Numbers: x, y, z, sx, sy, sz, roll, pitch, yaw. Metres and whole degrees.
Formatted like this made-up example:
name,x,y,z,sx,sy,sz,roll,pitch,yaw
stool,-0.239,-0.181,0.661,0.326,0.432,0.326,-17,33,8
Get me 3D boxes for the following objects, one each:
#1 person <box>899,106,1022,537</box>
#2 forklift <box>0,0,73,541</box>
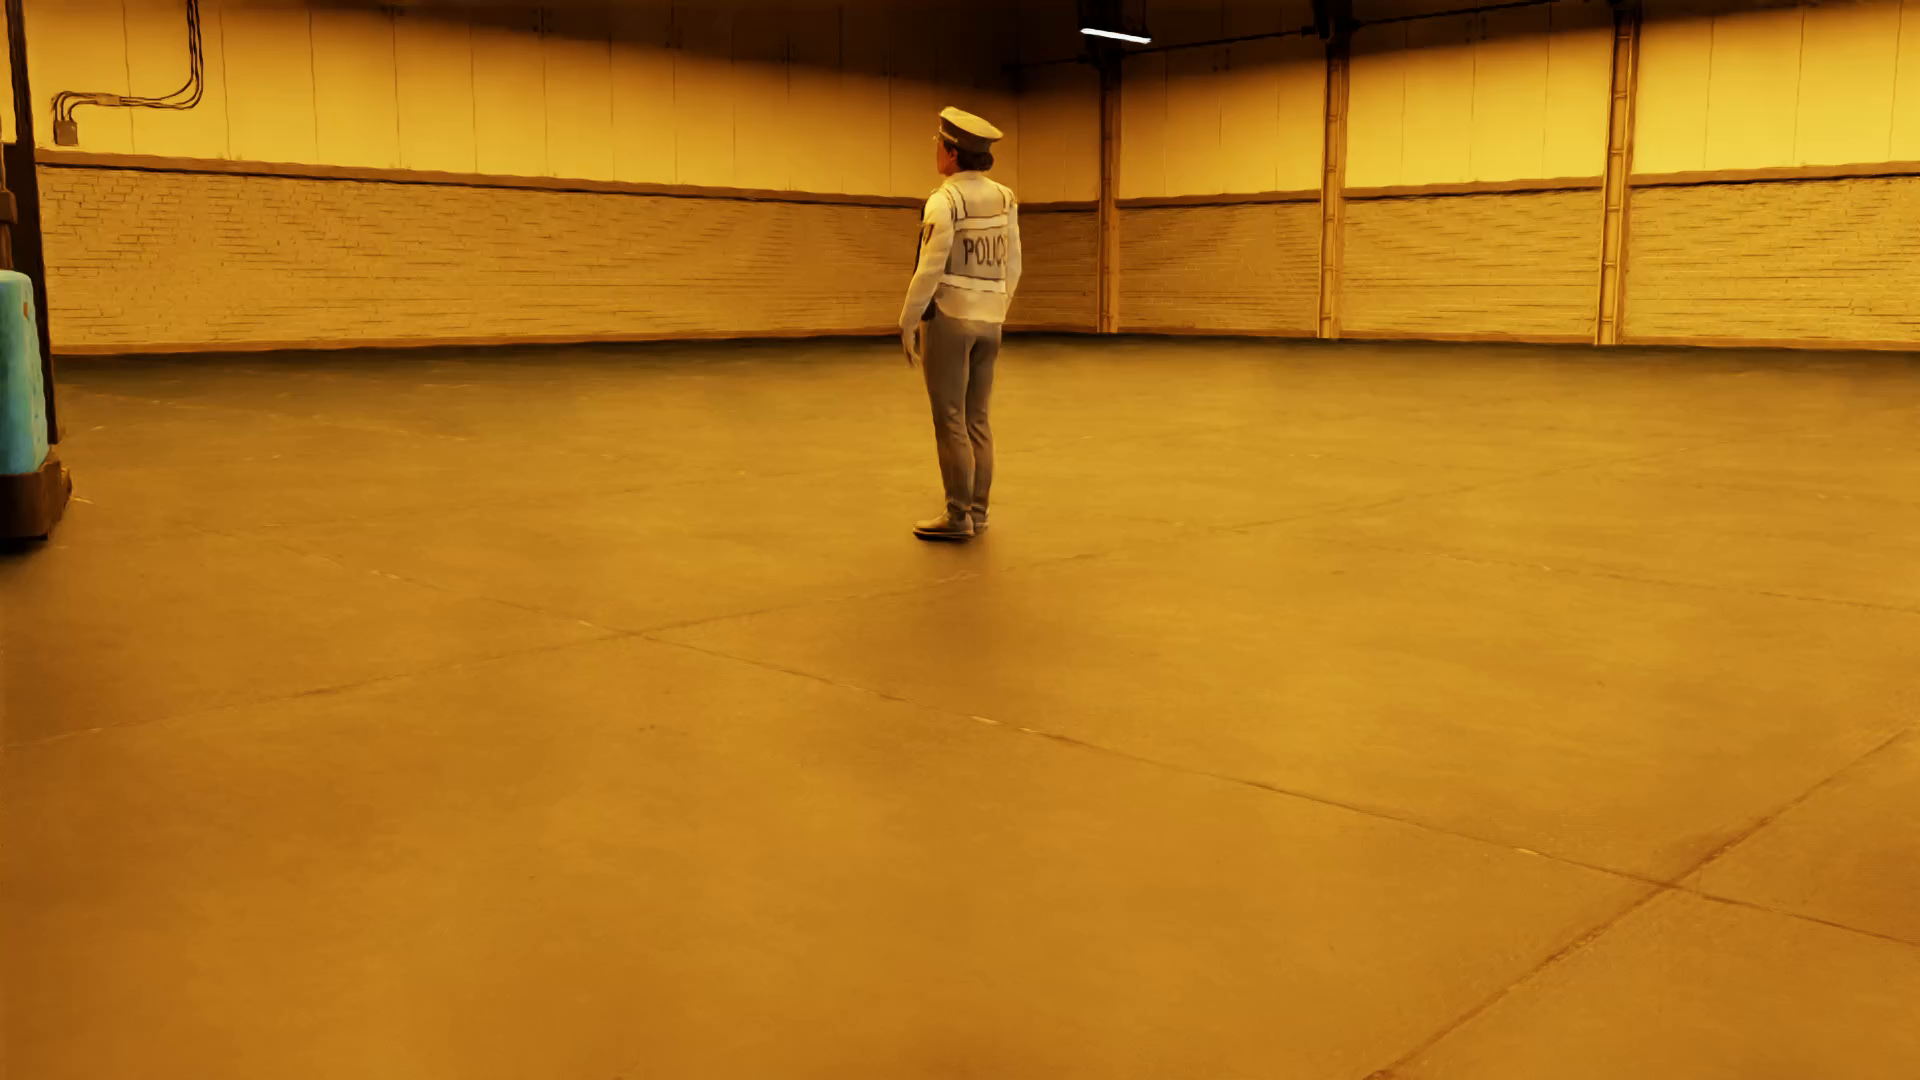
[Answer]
name,x,y,z,sx,sy,sz,roll,pitch,yaw
person,-0.044,-0.853,6.642,0.533,1.695,0.586,8,12,43
forklift,-4.614,-1.559,7.229,1.130,2.935,3.031,-4,10,-26
